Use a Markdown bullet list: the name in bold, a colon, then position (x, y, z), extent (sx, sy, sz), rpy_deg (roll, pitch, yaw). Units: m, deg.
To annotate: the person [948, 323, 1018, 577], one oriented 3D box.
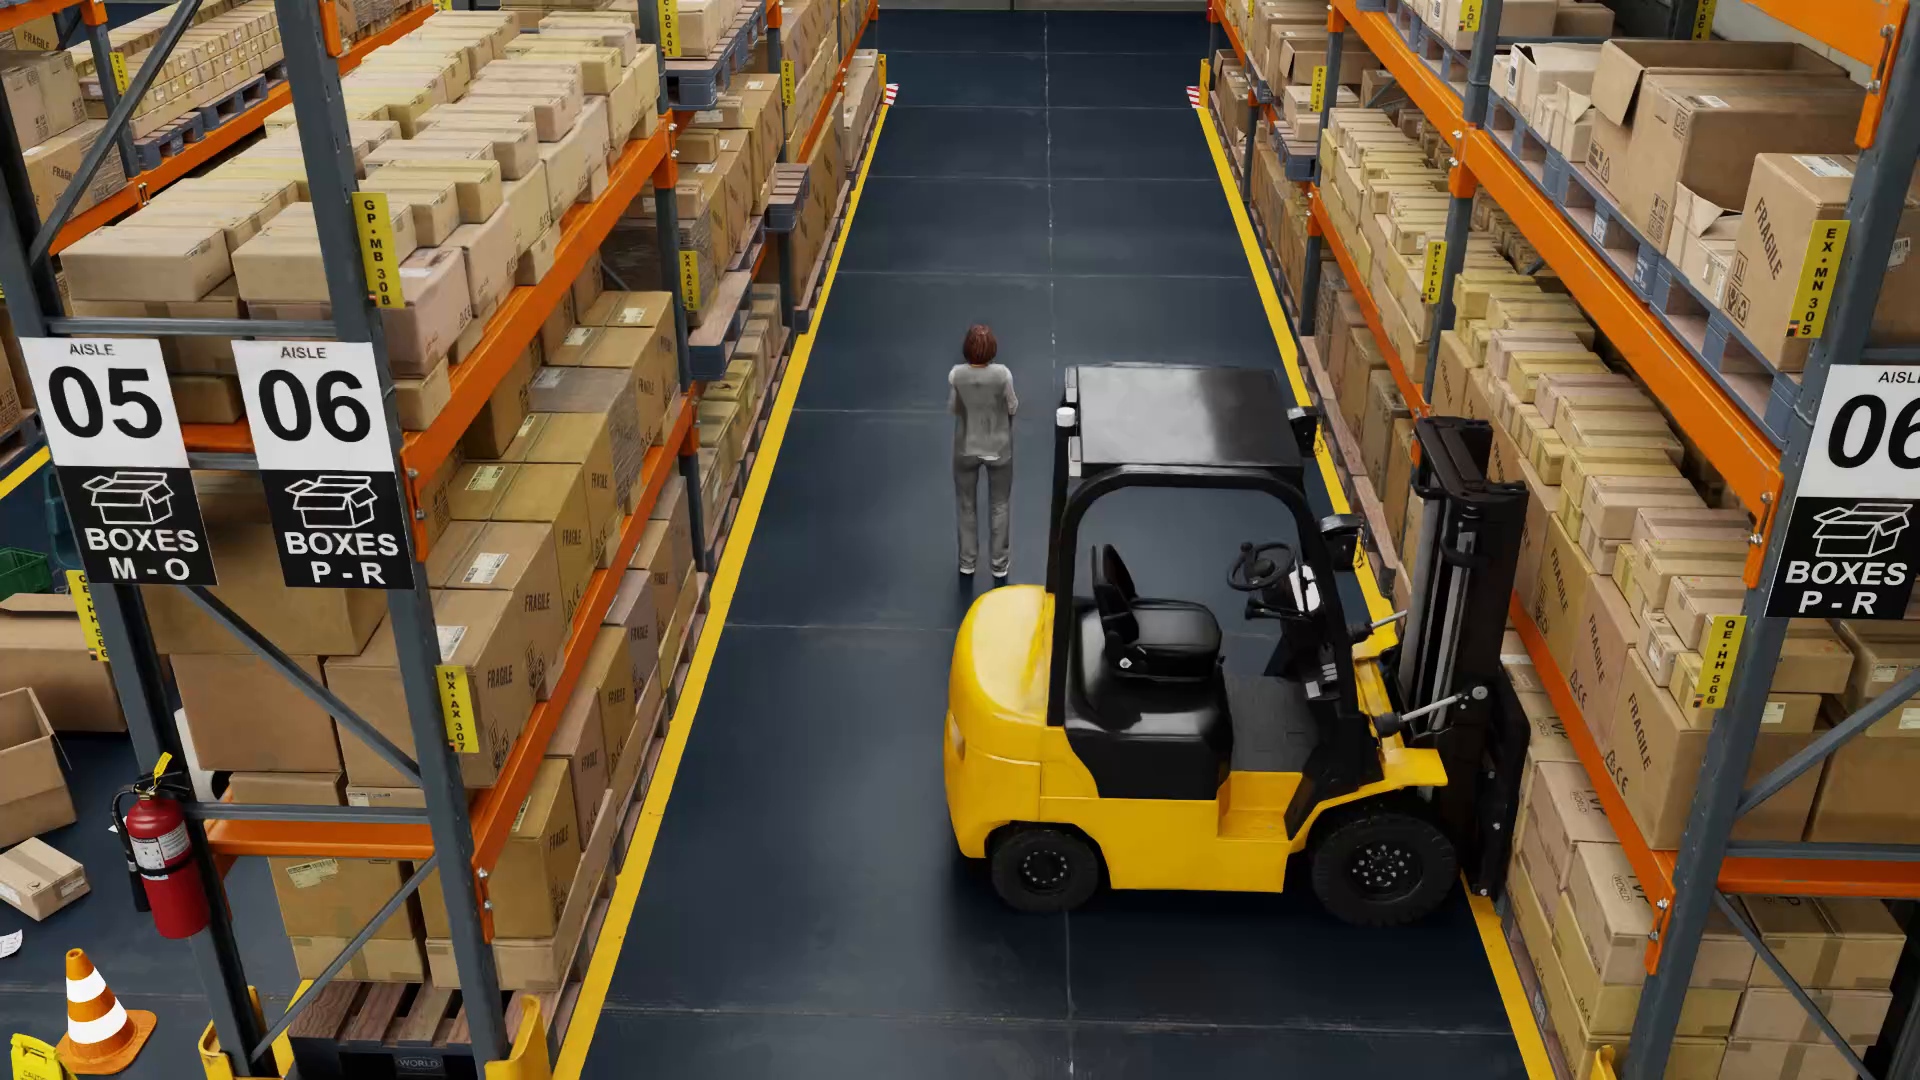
- **person**: position (0.132, -0.547, 9.668), extent (0.405, 1.575, 0.497), rpy_deg (1, 28, 3)
